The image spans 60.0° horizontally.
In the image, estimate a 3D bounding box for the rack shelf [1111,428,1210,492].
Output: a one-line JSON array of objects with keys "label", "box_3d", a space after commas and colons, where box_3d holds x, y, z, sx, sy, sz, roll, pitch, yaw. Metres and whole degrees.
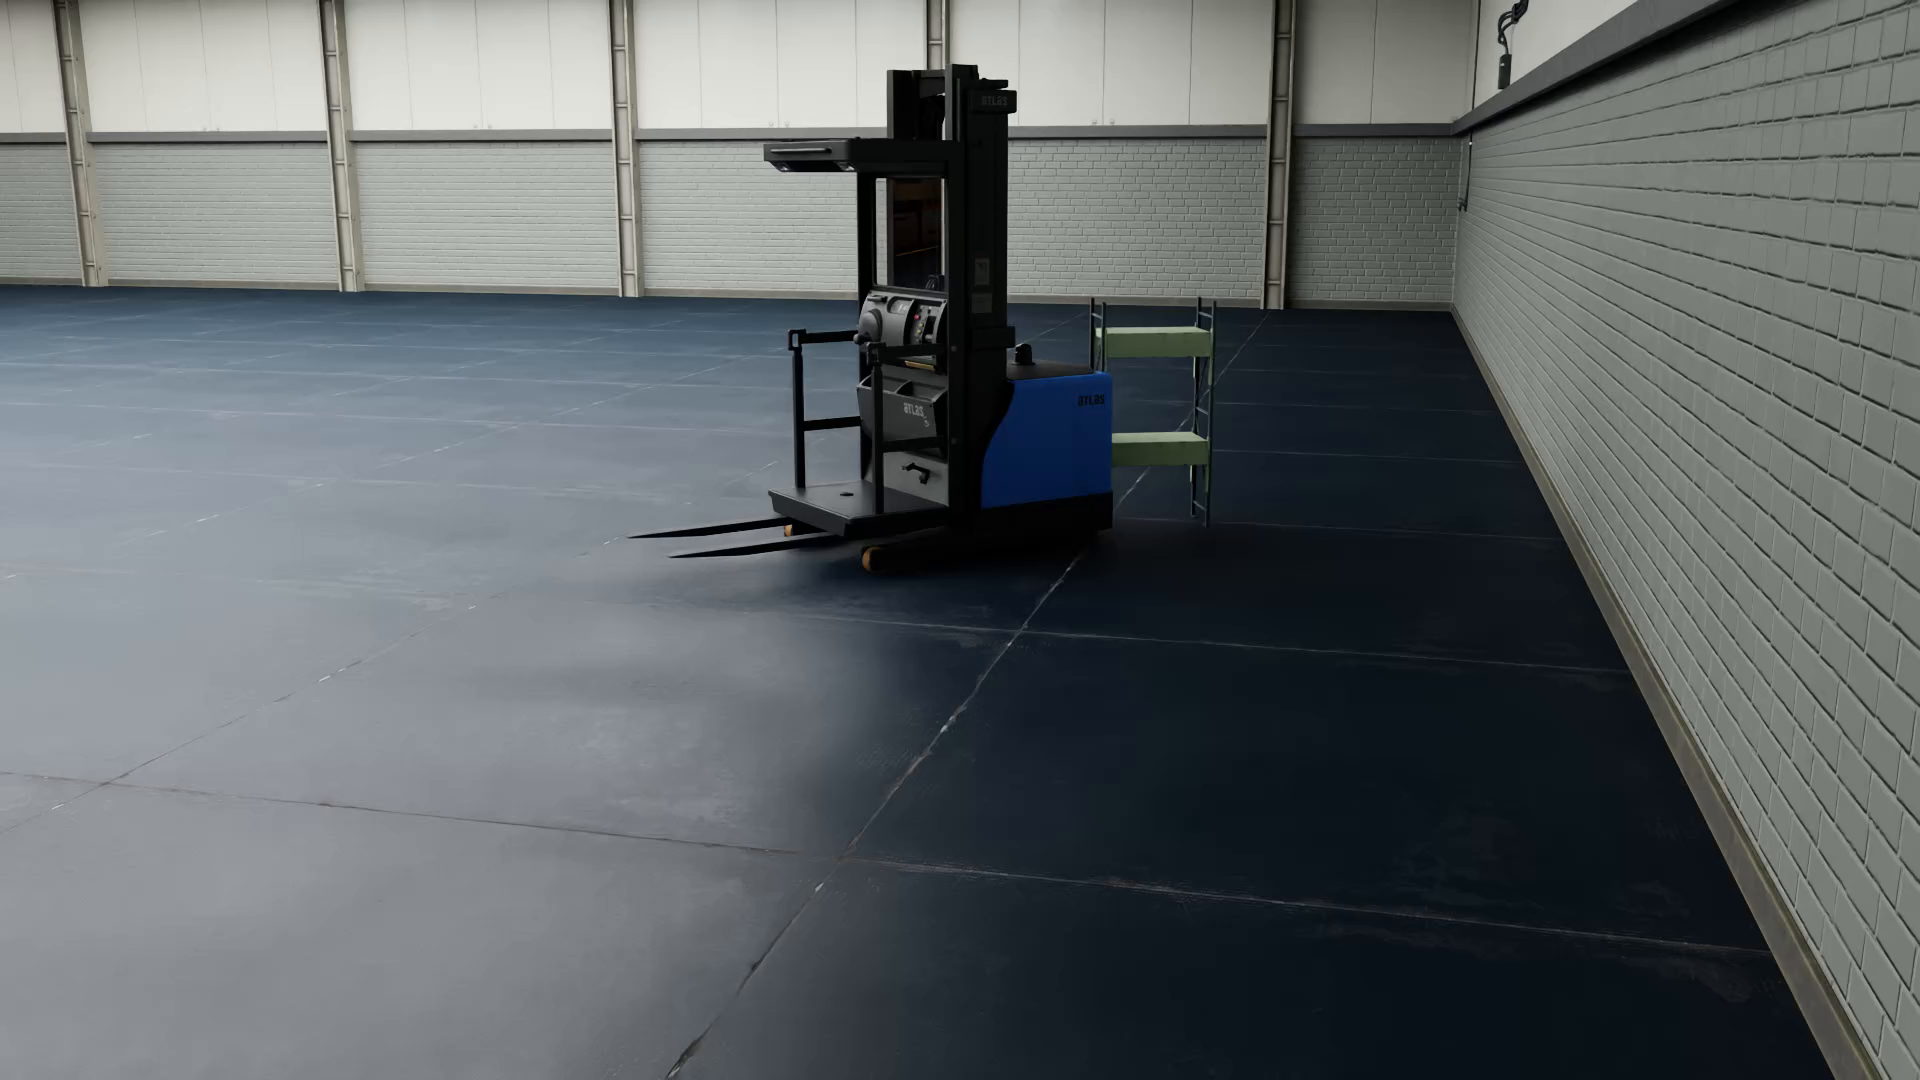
[{"label": "rack shelf", "box_3d": [1.269, -0.532, 11.174, 0.720, 0.370, 0.431, -2, 13, -7]}]

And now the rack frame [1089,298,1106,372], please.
[{"label": "rack frame", "box_3d": [0.906, -0.840, 11.057, 0.023, 1.500, 0.400, -2, 13, -7]}]

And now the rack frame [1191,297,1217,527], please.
[{"label": "rack frame", "box_3d": [1.632, -0.860, 11.149, 0.023, 1.500, 0.400, -2, 13, -7]}]

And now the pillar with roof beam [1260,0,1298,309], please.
[{"label": "pillar with roof beam", "box_3d": [4.384, -7.499, 23.758, 0.400, 9.000, 9.100, 3, 13, 14]}]

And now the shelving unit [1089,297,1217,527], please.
[{"label": "shelving unit", "box_3d": [1.269, -0.850, 11.103, 0.755, 1.500, 0.431, -2, 13, -7]}]

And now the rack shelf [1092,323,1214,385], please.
[{"label": "rack shelf", "box_3d": [1.269, -1.231, 11.018, 0.720, 0.370, 0.431, -2, 13, -7]}]

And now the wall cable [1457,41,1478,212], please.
[{"label": "wall cable", "box_3d": [7.958, -6.457, 26.232, 0.112, 2.526, 3.097, 3, 13, 14]}]

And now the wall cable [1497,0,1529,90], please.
[{"label": "wall cable", "box_3d": [5.669, -7.638, 16.533, 0.169, 6.003, 2.305, 3, 13, 14]}]

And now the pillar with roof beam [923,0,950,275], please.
[{"label": "pillar with roof beam", "box_3d": [-1.442, -7.810, 25.161, 0.400, 9.000, 9.100, 3, 13, 14]}]

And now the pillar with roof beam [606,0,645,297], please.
[{"label": "pillar with roof beam", "box_3d": [-7.267, -8.122, 26.564, 0.400, 9.000, 9.100, 3, 13, 14]}]

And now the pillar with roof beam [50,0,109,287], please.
[{"label": "pillar with roof beam", "box_3d": [-18.917, -8.744, 29.371, 0.400, 9.000, 9.100, 3, 13, 14]}]

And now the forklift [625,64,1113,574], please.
[{"label": "forklift", "box_3d": [-0.527, -1.357, 10.084, 3.031, 2.935, 1.130, -8, 15, -32]}]

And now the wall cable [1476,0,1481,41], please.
[{"label": "wall cable", "box_3d": [7.310, -8.354, 23.121, 0.112, 2.526, 3.097, 3, 13, 14]}]

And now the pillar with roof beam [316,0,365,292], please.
[{"label": "pillar with roof beam", "box_3d": [-13.092, -8.433, 27.968, 0.400, 9.000, 9.100, 3, 13, 14]}]
